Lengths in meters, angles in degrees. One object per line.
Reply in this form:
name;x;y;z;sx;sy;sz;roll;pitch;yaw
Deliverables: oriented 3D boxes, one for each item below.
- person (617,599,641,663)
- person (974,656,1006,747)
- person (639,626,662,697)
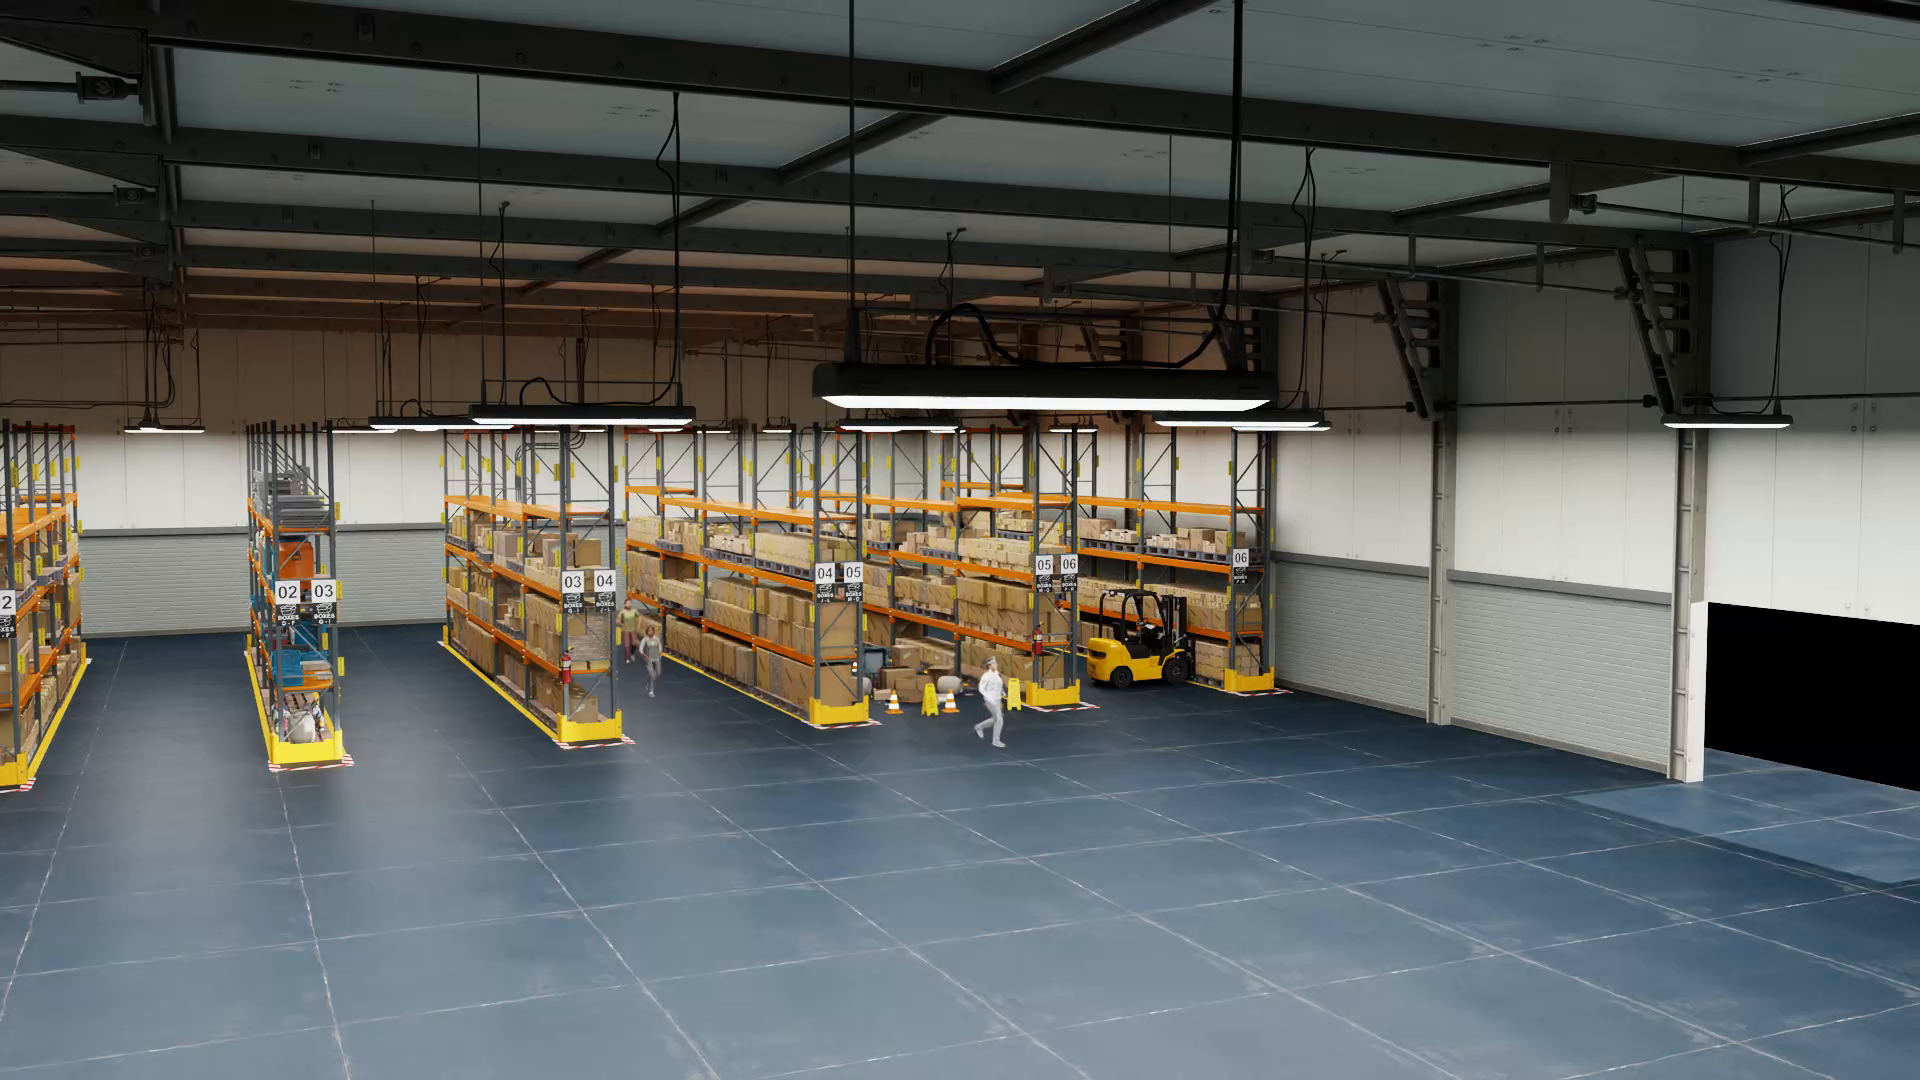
person;-8.283;2.291;41.716;0.617;1.619;0.550;-1;4;-20
person;0.560;2.974;30.794;0.647;1.684;0.614;2;4;28
person;-6.787;2.664;36.601;0.545;1.564;0.490;-2;4;-30
